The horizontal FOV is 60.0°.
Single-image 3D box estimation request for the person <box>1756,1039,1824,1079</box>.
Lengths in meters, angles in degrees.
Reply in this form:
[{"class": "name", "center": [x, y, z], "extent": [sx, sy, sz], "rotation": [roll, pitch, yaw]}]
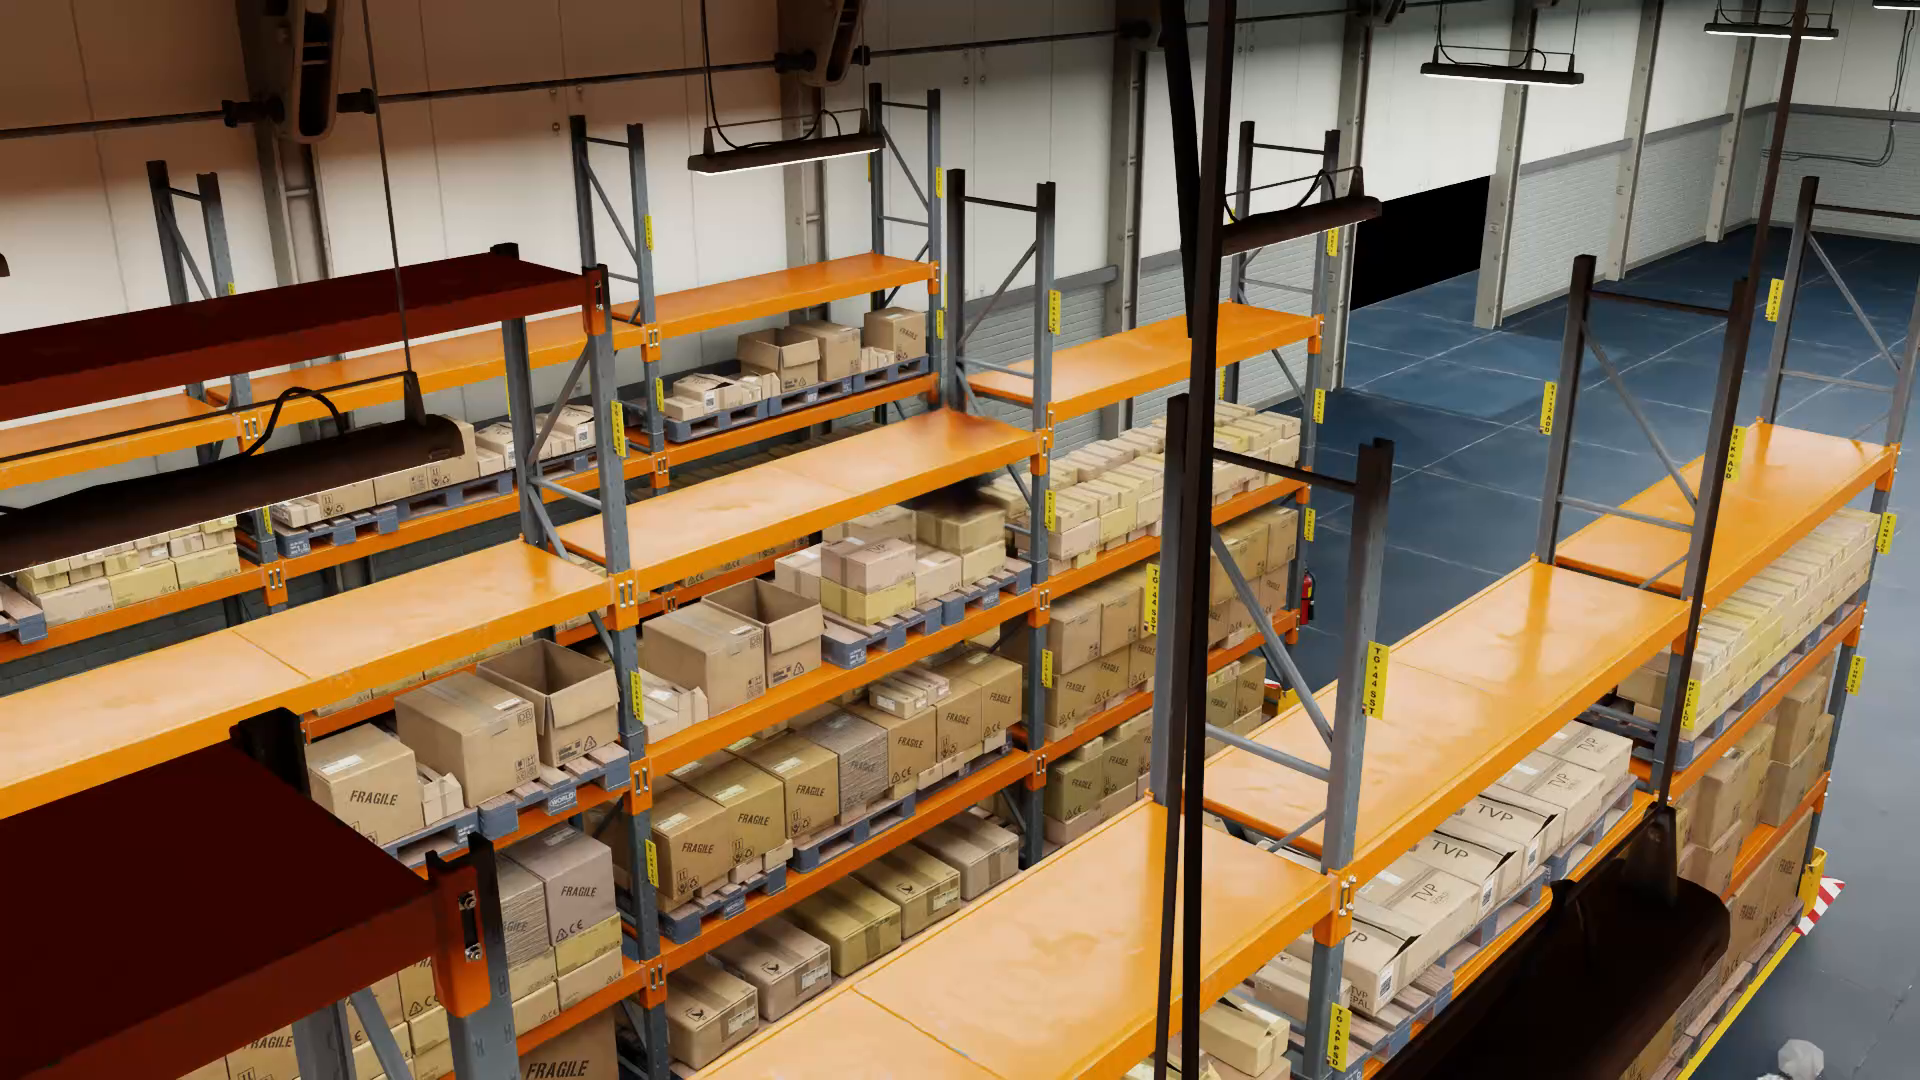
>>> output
[{"class": "person", "center": [4.998, 3.740, 10.107], "extent": [0.614, 1.641, 0.540], "rotation": [18, 28, 38]}]
